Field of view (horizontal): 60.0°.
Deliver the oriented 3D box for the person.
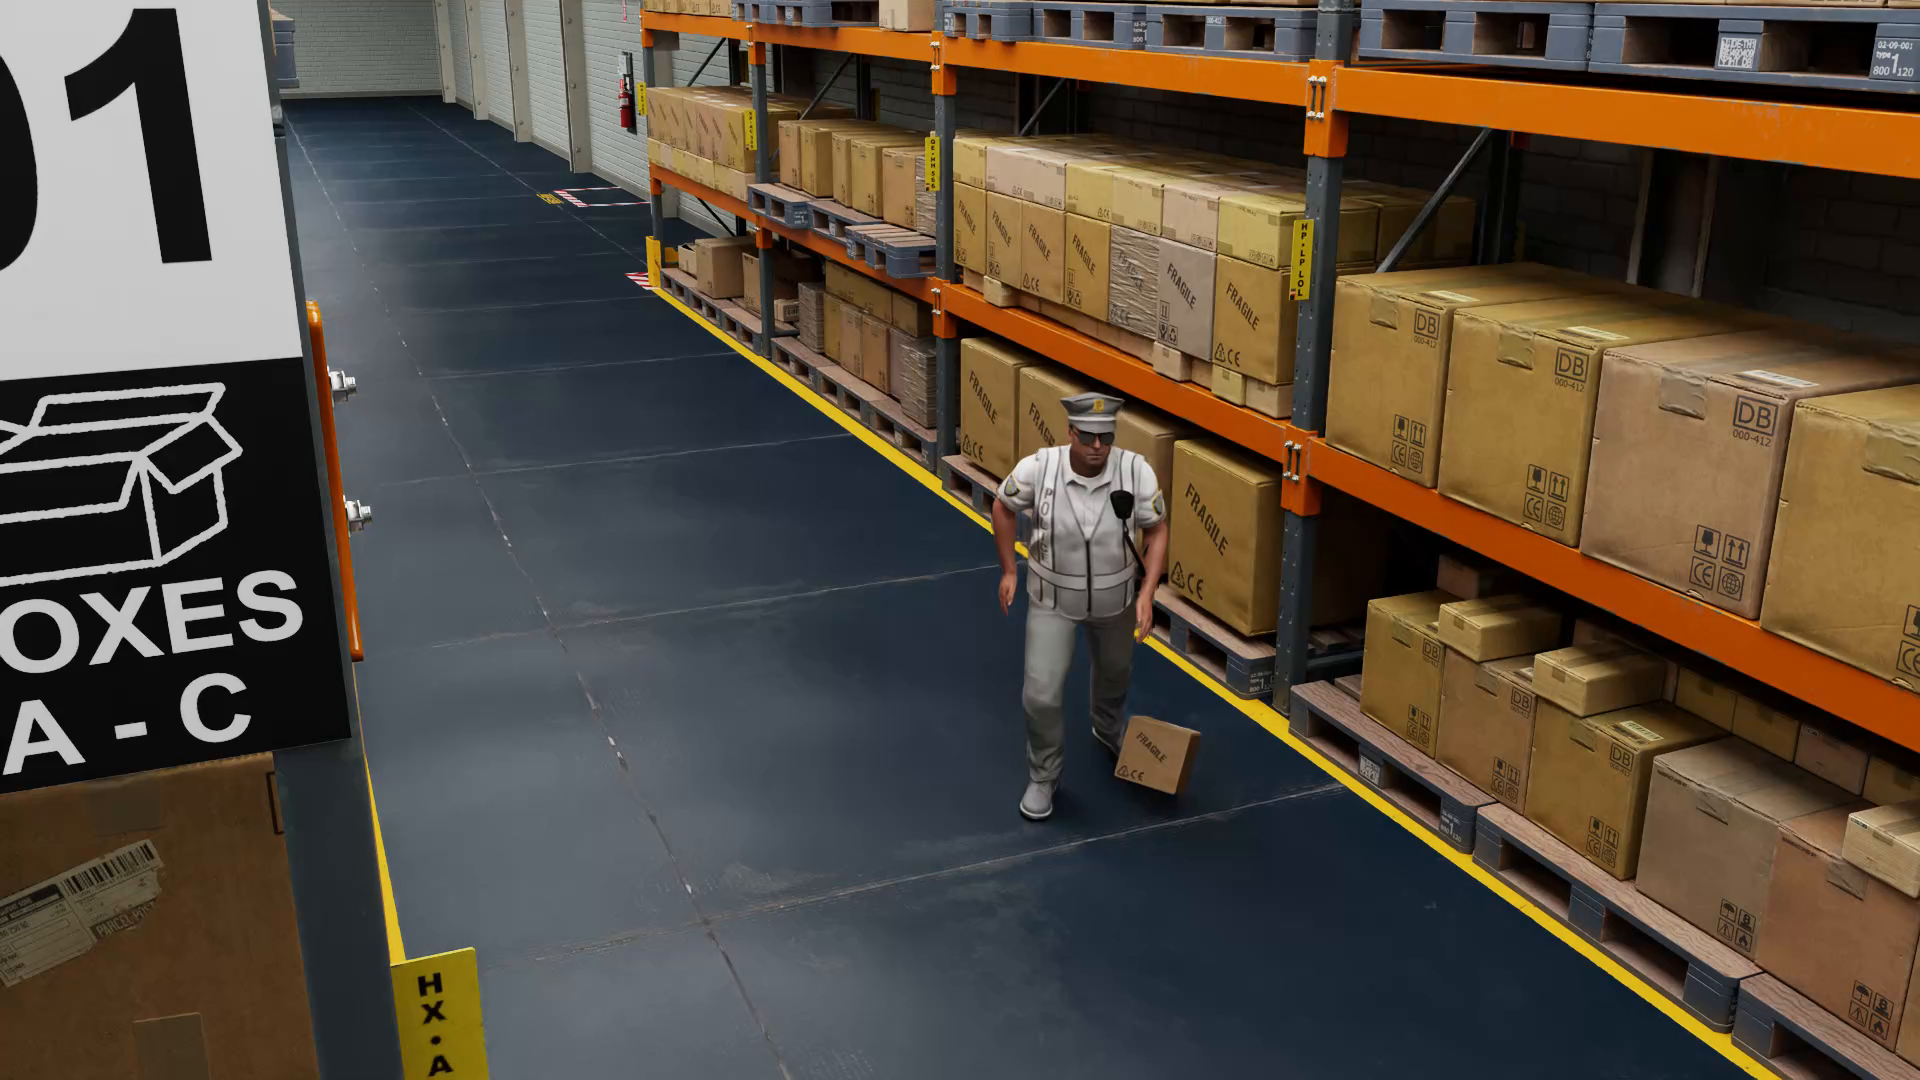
[{"bbox_3d":[0.474,0.191,6.546,0.696,1.712,0.743,-2,19,-5],"label":"person"}]
